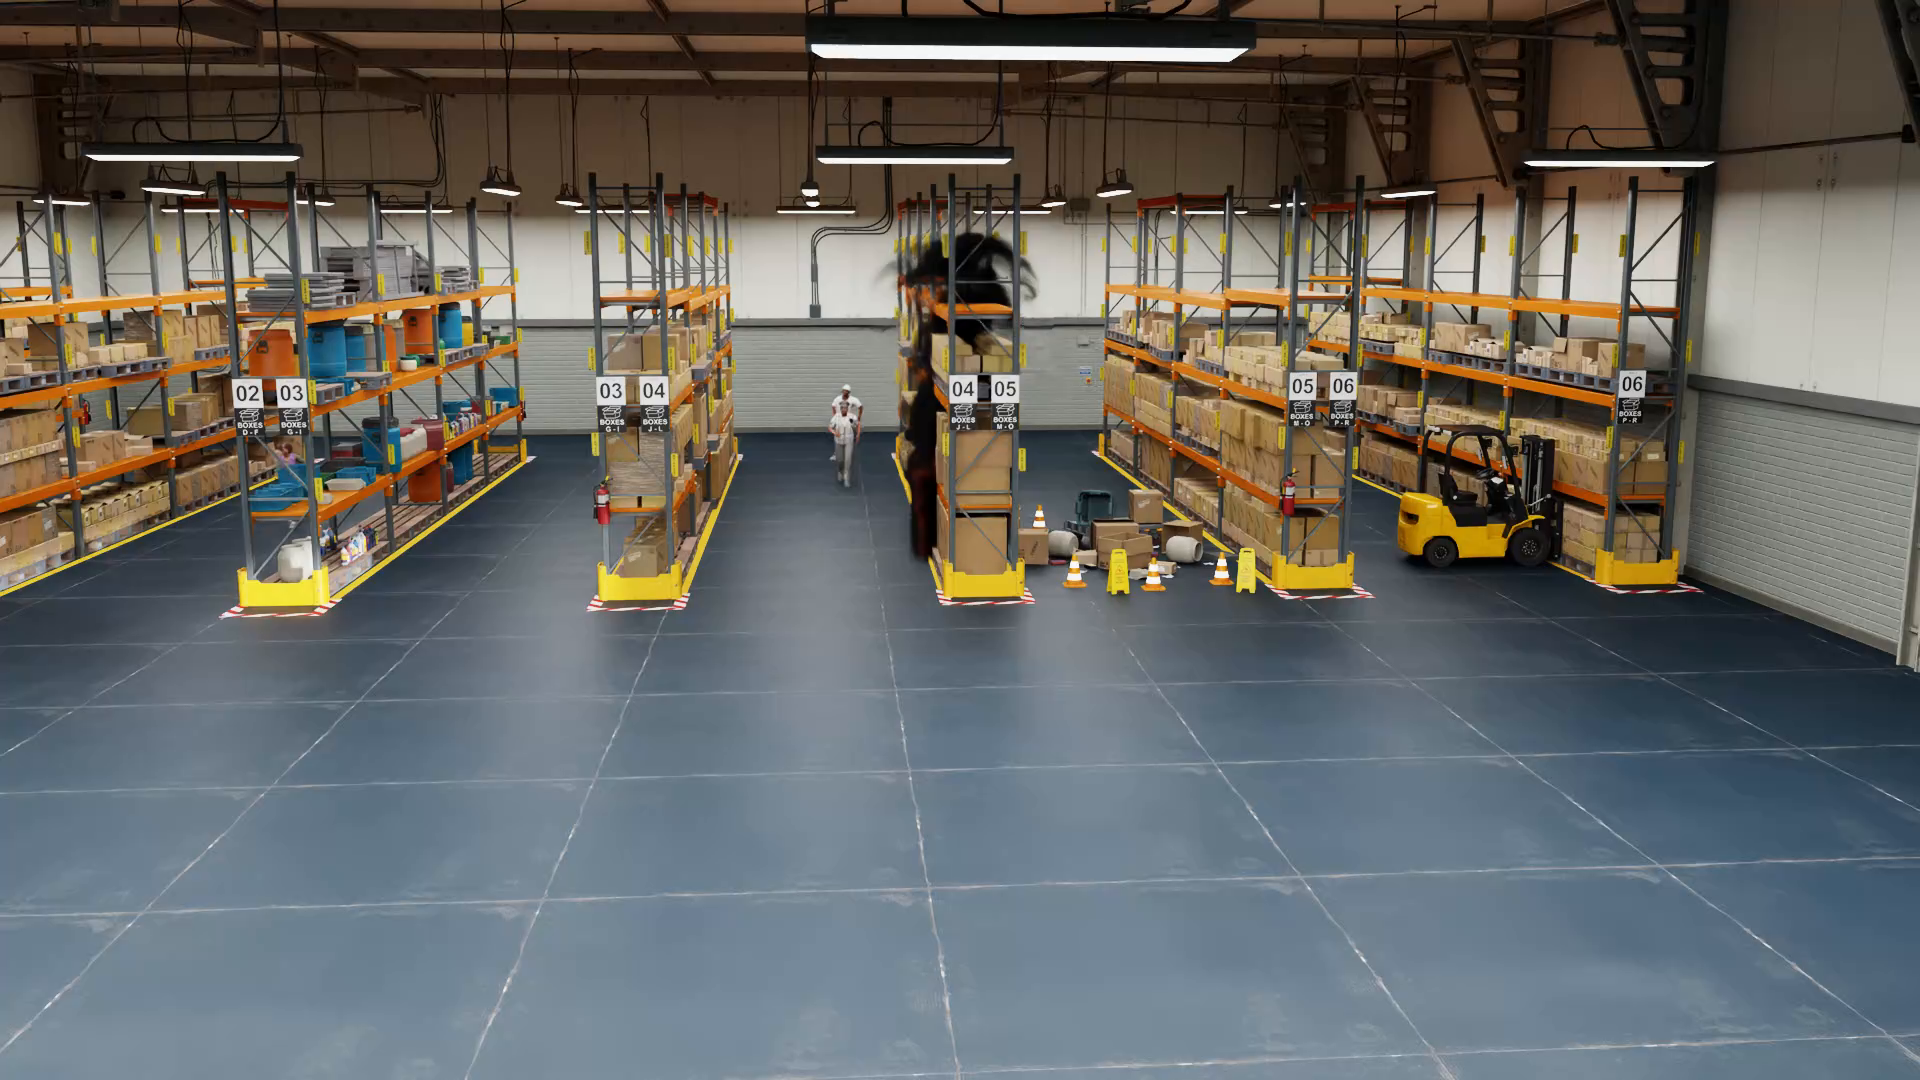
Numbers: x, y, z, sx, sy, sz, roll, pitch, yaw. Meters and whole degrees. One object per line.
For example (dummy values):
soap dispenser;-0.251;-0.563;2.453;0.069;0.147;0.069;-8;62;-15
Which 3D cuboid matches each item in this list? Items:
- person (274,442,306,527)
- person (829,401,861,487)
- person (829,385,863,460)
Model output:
person;-11.982;-0.982;29.800;0.566;1.555;0.643;0;10;-3
person;-2.444;-2.064;35.313;0.687;1.803;0.863;0;10;-2
person;-2.736;-2.801;39.390;0.765;1.760;0.901;5;11;26
